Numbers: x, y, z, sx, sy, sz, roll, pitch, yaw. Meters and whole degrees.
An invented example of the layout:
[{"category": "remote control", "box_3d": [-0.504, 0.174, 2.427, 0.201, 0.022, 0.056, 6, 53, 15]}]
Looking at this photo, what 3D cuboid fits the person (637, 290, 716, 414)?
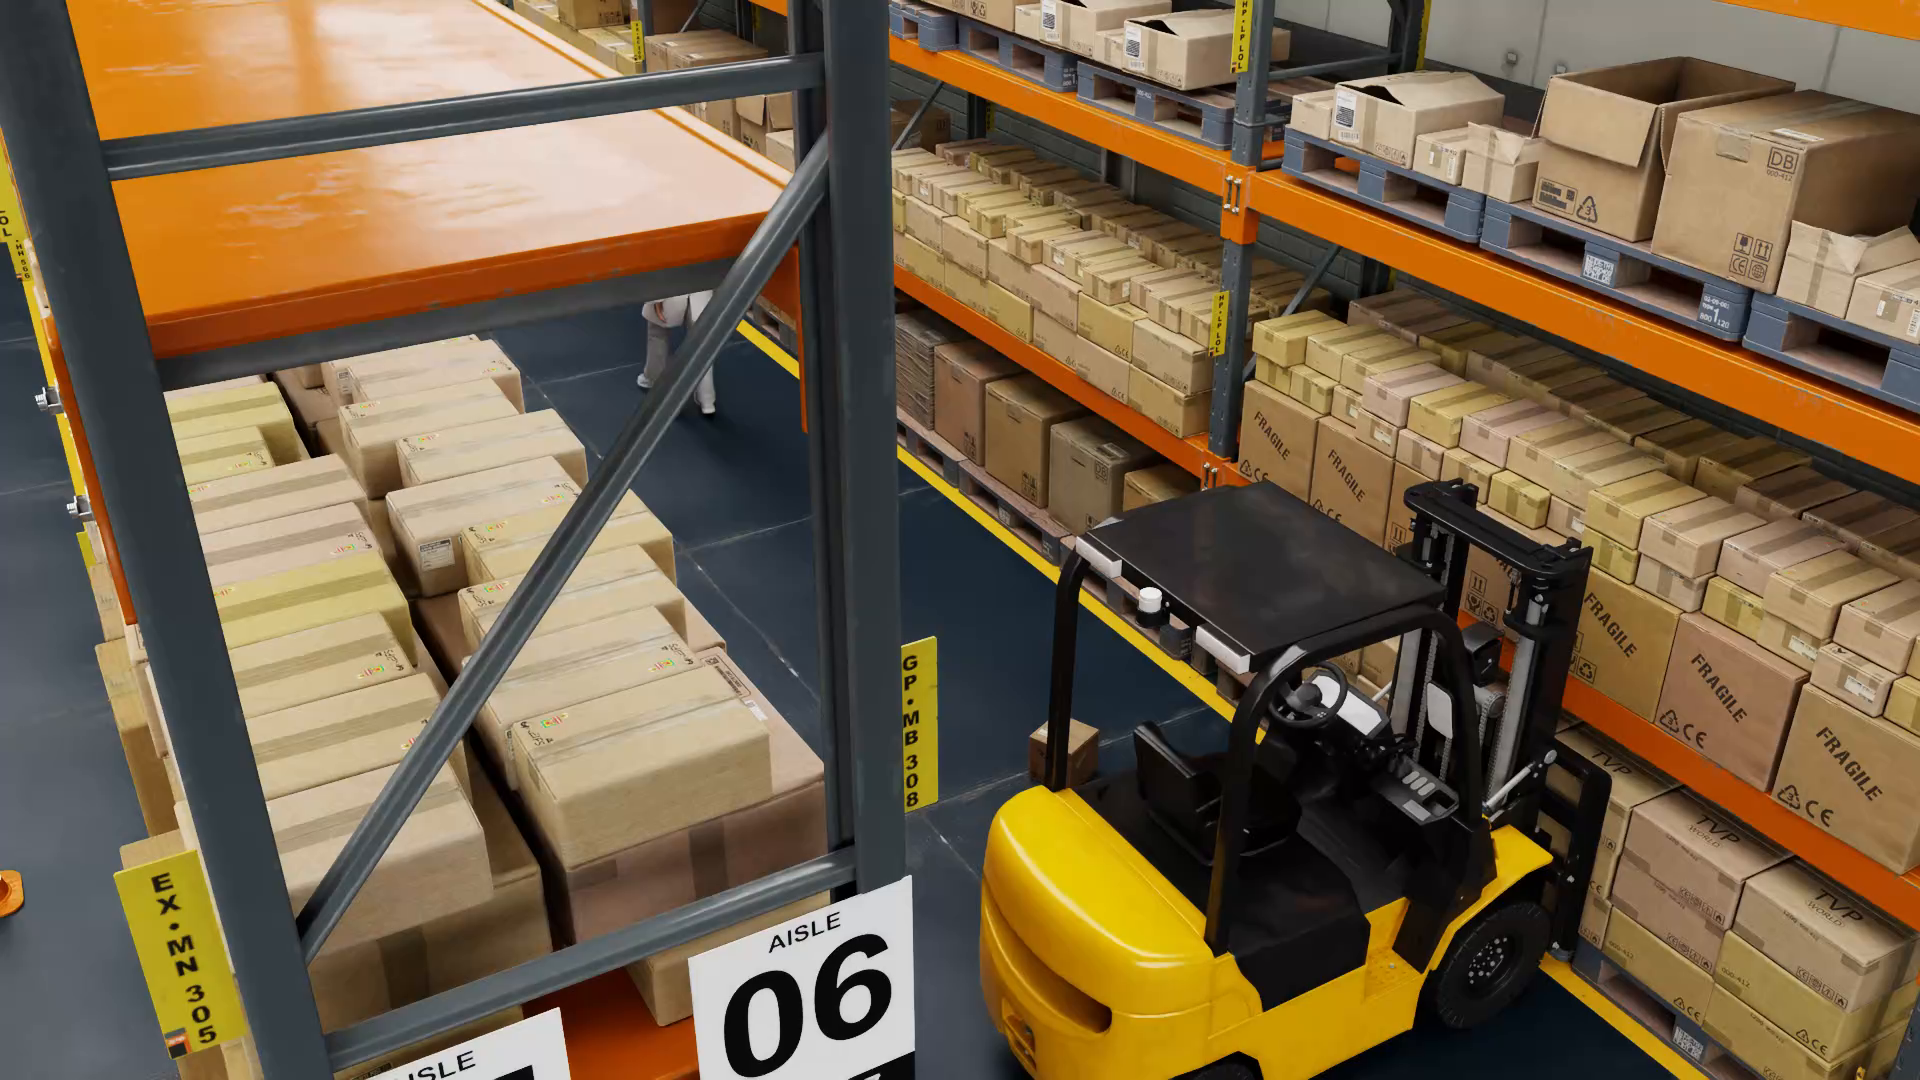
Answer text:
[{"category": "person", "box_3d": [-2.041, -1.837, 11.920, 0.576, 1.755, 0.893, -13, 31, -23]}]
